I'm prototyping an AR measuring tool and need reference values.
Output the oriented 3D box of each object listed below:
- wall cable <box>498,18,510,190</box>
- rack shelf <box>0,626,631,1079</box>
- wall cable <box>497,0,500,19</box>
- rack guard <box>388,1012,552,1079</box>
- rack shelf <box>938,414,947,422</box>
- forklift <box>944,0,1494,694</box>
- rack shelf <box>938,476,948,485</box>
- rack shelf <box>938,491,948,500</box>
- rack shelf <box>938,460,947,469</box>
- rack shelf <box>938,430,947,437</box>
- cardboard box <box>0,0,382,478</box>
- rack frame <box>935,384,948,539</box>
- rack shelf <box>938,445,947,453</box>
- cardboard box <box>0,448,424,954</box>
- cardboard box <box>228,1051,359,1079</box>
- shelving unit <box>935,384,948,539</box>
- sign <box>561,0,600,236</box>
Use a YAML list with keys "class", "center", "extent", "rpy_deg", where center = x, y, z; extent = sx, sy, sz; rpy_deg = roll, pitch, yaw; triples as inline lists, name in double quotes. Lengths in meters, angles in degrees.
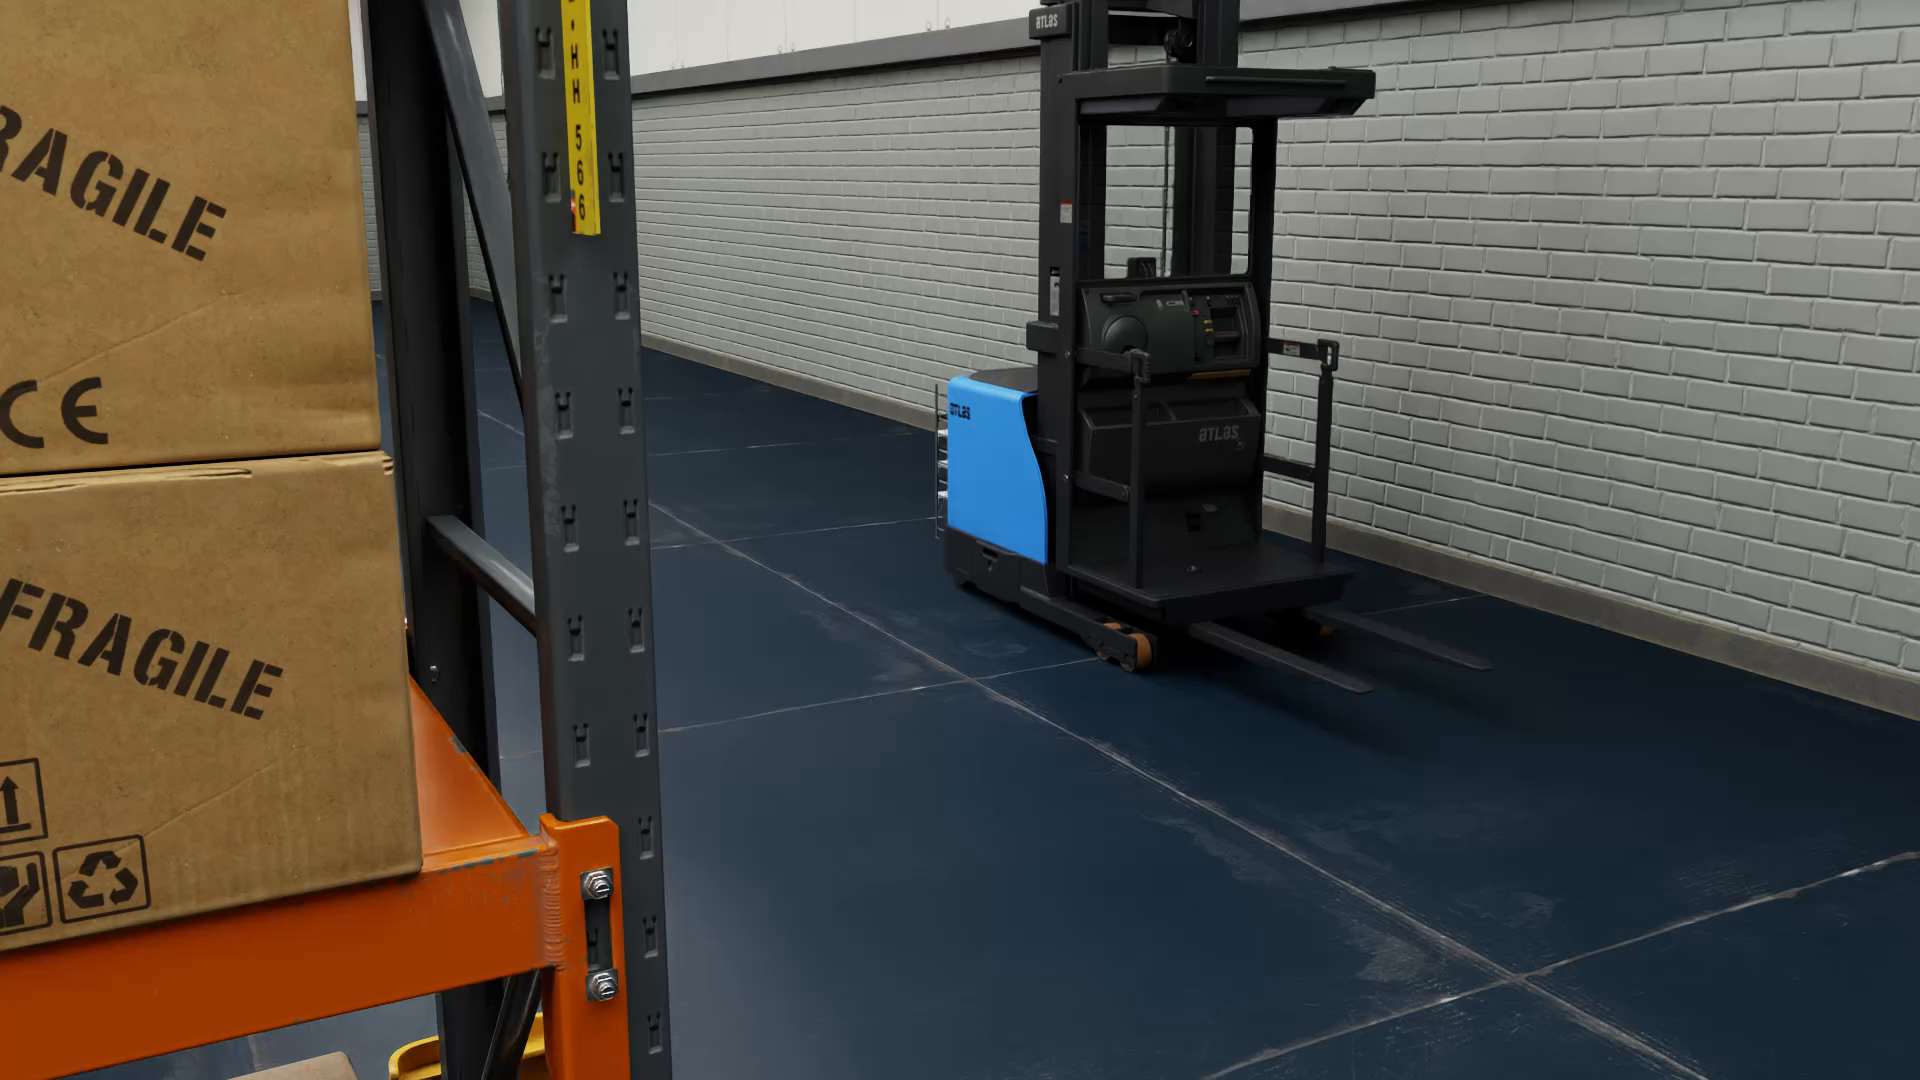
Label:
- class: "wall cable"
  center: [-7.401, -6.639, 25.685]
  extent: [0.112, 2.526, 3.097]
  rpy_deg: [-7, 14, -28]
- class: "rack shelf"
  center: [-2.423, 0.634, 1.598]
  extent: [4.000, 0.370, 1.077]
  rpy_deg: [-7, 14, -28]
- class: "wall cable"
  center: [-6.104, -8.581, 22.814]
  extent: [0.112, 2.526, 3.097]
  rpy_deg: [-7, 14, -28]
- class: "rack guard"
  center: [-0.647, 1.290, 2.739]
  extent: [0.348, 0.500, 1.175]
  rpy_deg: [-7, 14, -28]
- class: "rack shelf"
  center: [0.007, -0.671, 9.462]
  extent: [0.200, 0.077, 0.258]
  rpy_deg: [-7, 14, -28]
- class: "forklift"
  center: [1.056, -0.980, 7.287]
  extent: [1.130, 2.935, 3.031]
  rpy_deg: [-7, 14, -27]
- class: "rack shelf"
  center: [0.007, -0.320, 9.541]
  extent: [0.200, 0.077, 0.258]
  rpy_deg: [-7, 14, -28]
- class: "rack shelf"
  center: [0.007, -0.232, 9.561]
  extent: [0.200, 0.077, 0.258]
  rpy_deg: [-7, 14, -28]
- class: "rack shelf"
  center: [0.007, -0.407, 9.521]
  extent: [0.200, 0.077, 0.258]
  rpy_deg: [-7, 14, -28]
- class: "rack shelf"
  center: [0.007, -0.583, 9.482]
  extent: [0.200, 0.077, 0.258]
  rpy_deg: [-7, 14, -28]
- class: "cardboard box"
  center: [-0.977, -0.367, 1.904]
  extent: [0.500, 0.500, 0.500]
  rpy_deg: [-6, 14, -26]
- class: "rack frame"
  center: [-0.082, -0.429, 9.467]
  extent: [0.006, 0.900, 0.240]
  rpy_deg: [-7, 14, -28]
- class: "rack shelf"
  center: [0.007, -0.495, 9.502]
  extent: [0.200, 0.077, 0.258]
  rpy_deg: [-7, 14, -28]
- class: "cardboard box"
  center: [-0.964, 0.126, 1.991]
  extent: [0.500, 0.500, 0.500]
  rpy_deg: [-7, 14, -28]
- class: "cardboard box"
  center: [-1.199, 1.207, 2.295]
  extent: [0.875, 0.438, 0.875]
  rpy_deg: [-7, 15, -30]
- class: "shelving unit"
  center: [0.007, -0.440, 9.514]
  extent: [0.210, 0.900, 0.258]
  rpy_deg: [-7, 14, -28]
- class: "sign"
  center: [-0.420, -0.502, 1.829]
  extent: [0.005, 0.325, 0.100]
  rpy_deg: [-7, 14, -28]
